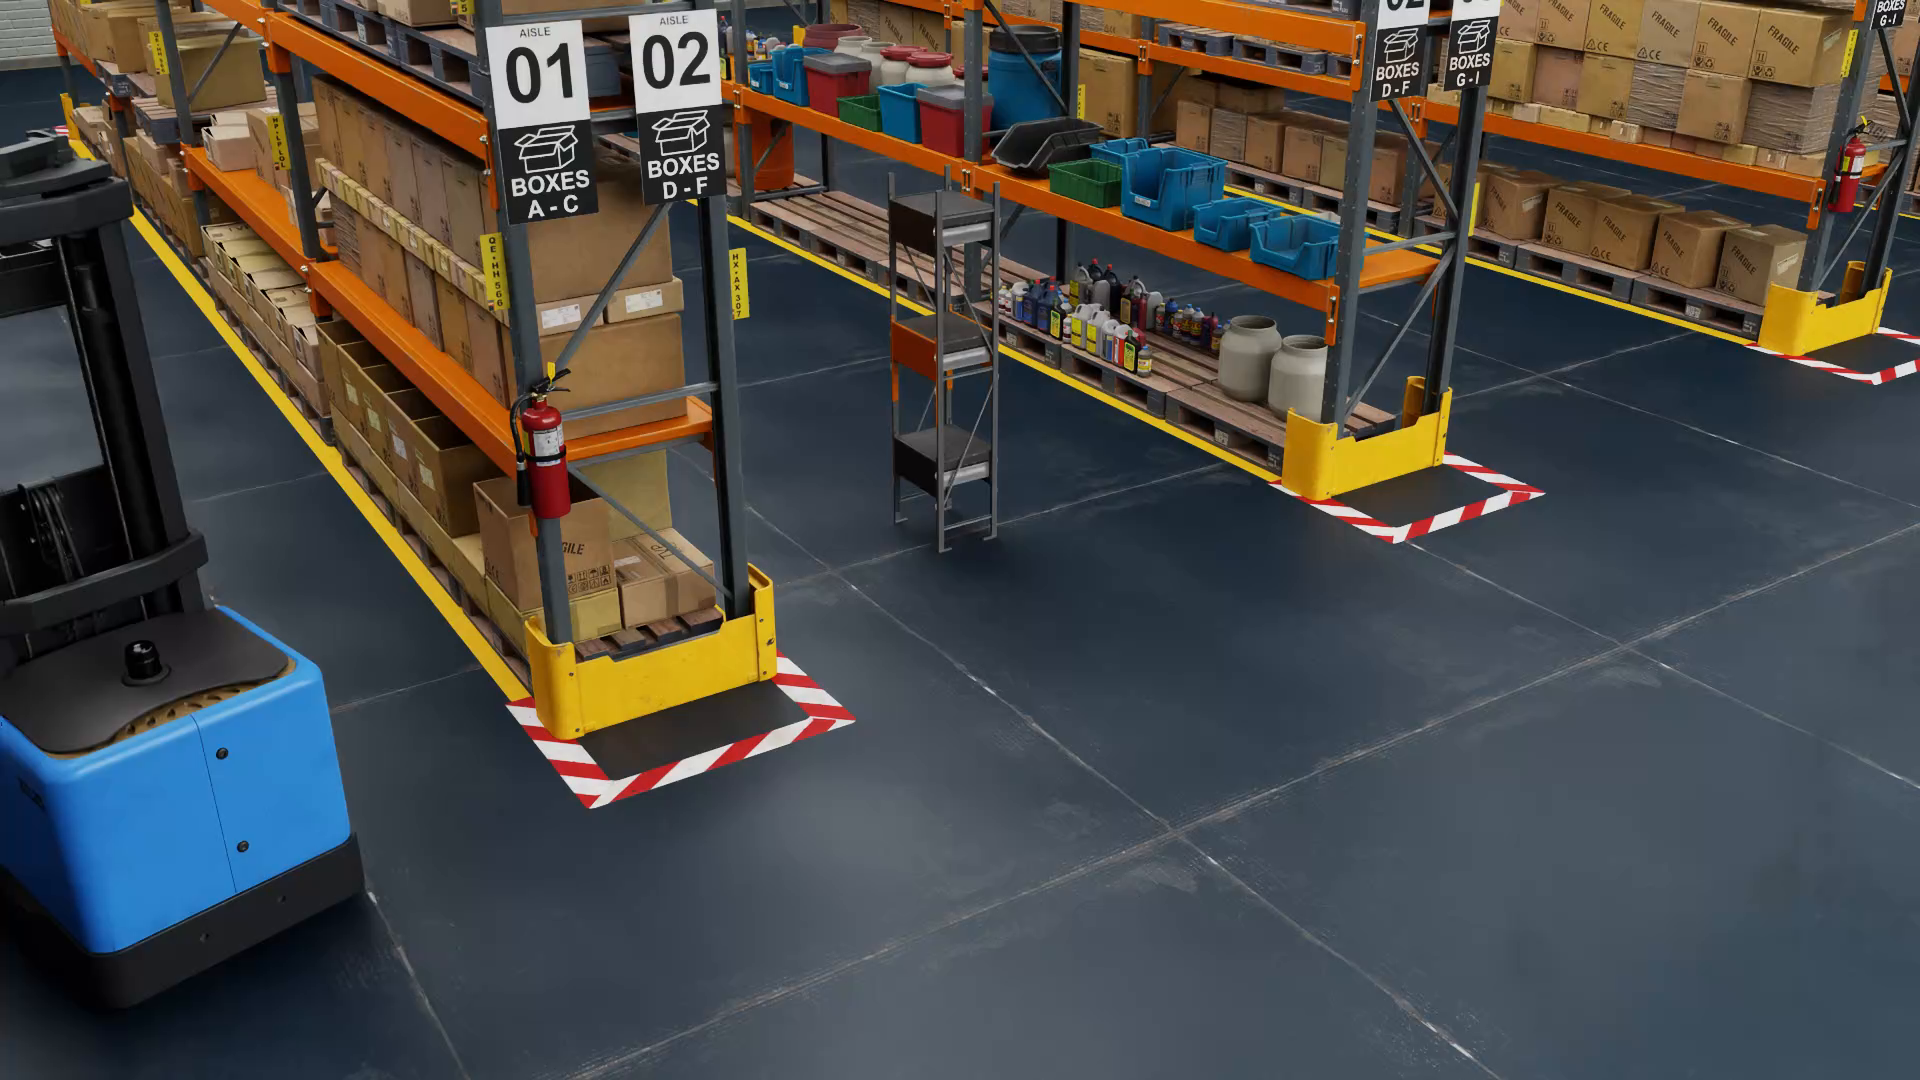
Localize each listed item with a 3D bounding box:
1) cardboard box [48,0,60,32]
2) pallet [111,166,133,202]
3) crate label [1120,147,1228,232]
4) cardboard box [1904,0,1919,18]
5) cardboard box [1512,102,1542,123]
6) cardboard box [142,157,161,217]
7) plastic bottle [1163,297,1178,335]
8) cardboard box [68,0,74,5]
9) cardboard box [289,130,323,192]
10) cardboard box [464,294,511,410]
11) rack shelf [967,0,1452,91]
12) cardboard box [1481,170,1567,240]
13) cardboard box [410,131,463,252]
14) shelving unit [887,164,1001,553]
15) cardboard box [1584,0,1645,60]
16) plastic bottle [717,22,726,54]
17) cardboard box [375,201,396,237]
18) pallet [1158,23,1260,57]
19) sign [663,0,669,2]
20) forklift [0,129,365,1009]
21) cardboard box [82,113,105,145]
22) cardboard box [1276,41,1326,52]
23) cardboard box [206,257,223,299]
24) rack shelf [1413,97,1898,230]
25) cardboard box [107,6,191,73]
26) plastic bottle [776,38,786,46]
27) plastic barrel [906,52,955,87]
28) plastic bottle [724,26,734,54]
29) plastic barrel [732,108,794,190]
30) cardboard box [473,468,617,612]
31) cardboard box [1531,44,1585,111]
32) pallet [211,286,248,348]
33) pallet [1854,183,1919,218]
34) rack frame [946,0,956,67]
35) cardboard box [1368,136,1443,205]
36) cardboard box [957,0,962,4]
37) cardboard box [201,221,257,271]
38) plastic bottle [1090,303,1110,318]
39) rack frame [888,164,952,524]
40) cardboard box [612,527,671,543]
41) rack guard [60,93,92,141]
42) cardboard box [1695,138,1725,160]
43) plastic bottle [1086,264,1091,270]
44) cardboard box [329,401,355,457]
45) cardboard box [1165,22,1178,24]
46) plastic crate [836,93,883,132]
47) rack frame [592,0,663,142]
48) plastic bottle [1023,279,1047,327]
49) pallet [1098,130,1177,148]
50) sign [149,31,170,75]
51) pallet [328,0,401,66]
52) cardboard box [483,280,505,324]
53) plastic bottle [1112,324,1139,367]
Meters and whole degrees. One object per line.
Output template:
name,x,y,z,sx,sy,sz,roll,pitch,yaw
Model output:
cardboard box,-10.200,-6.164,19.176,0.500,0.500,0.500,-15,29,-29
pallet,-8.412,-3.893,17.749,1.003,0.211,1.213,-16,29,-30
crate label,1.434,-2.380,11.237,0.502,0.435,0.616,-16,29,-30
cardboard box,9.592,-5.495,16.436,0.875,0.550,0.550,-16,29,-30
cardboard box,5.028,-3.732,14.436,0.380,0.149,0.250,-16,29,-30
cardboard box,-7.411,-3.378,15.805,0.500,0.500,0.500,-15,29,-29
plastic bottle,1.584,-1.686,12.489,0.097,0.271,0.097,0,25,0
cardboard box,-9.088,-5.889,17.423,0.500,0.500,0.500,-15,29,-29
cardboard box,-4.364,-2.559,11.540,0.500,0.500,0.500,-13,28,-26
cardboard box,-2.022,-1.018,8.276,0.700,0.500,0.500,-15,29,-28
rack shelf,1.573,-3.516,11.012,1.077,0.370,4.000,-16,29,-30
cardboard box,5.135,-3.058,15.150,0.500,0.500,0.500,-6,26,-13
cardboard box,-2.328,-1.804,8.420,0.700,0.500,0.500,-15,29,-29
shelving unit,-0.090,-1.009,9.427,0.431,2.100,0.503,-16,29,-30
cardboard box,5.493,-4.232,13.564,0.500,0.500,0.500,-16,29,-30
plastic bottle,-2.563,-5.309,17.540,0.144,0.351,0.185,-16,29,-30
cardboard box,-2.980,-1.784,9.139,0.380,0.149,0.250,-17,30,-31
pallet,2.926,-5.468,18.044,1.213,0.211,1.003,-16,29,-30
sign,-3.424,-6.314,19.287,0.100,0.325,0.005,-16,29,-30
forklift,-3.820,-0.147,6.628,3.031,2.935,1.130,21,32,37
cardboard box,-9.617,-4.676,18.847,0.500,0.250,0.500,-16,29,-30
cardboard box,3.608,-5.189,16.616,0.797,0.503,0.637,-12,28,-24
cardboard box,-5.815,-2.168,13.558,0.500,0.250,0.500,-16,29,-30
rack shelf,5.723,-3.313,14.098,1.077,0.370,4.000,-16,29,-30
cardboard box,-7.538,-4.691,15.563,0.700,0.500,0.500,-11,27,-21
plastic bottle,-1.809,-4.936,16.829,0.061,0.283,0.133,-16,29,-30
plastic barrel,-0.258,-3.917,14.374,0.433,0.535,0.433,0,25,0
plastic bottle,-2.425,-5.301,17.610,0.152,0.276,0.135,-16,29,-30
plastic barrel,-1.984,-4.010,16.781,0.600,0.830,0.708,-16,29,-30
cardboard box,-2.029,-0.024,8.138,0.500,0.500,0.500,-16,29,-30
cardboard box,5.426,-4.016,14.278,0.875,0.500,0.500,-16,29,-30
pallet,-5.438,-1.913,13.555,1.003,0.211,1.213,-16,29,-30
pallet,9.862,-3.486,16.887,1.003,0.211,1.213,-16,29,-30
rack frame,0.264,-7.215,21.521,1.000,3.000,0.127,-16,29,-30
cardboard box,4.314,-3.647,16.375,0.700,0.500,0.500,-18,31,-33
cardboard box,0.306,-7.038,21.028,0.500,0.500,0.500,-15,29,-29
cardboard box,-5.815,-2.422,13.438,0.500,0.311,0.500,-14,29,-28
plastic bottle,1.020,-1.606,12.313,0.152,0.276,0.135,-16,29,-30
rack frame,-0.224,-1.096,9.612,0.400,2.100,0.015,-16,29,-30
cardboard box,-1.870,0.016,8.932,0.500,0.250,0.500,-16,29,-30
rack guard,-10.180,-5.181,20.140,1.175,0.500,0.348,-16,29,-30
cardboard box,6.047,-3.124,13.147,0.380,0.149,0.250,-16,29,-30
plastic bottle,1.020,-2.075,13.299,0.061,0.283,0.133,-14,29,-27
cardboard box,-3.672,-0.757,10.568,0.500,0.250,0.500,-16,29,-30
cardboard box,2.410,-6.067,18.971,0.500,0.500,0.500,-15,29,-28
plastic crate,-0.706,-3.661,14.240,0.450,0.188,0.662,-16,29,-30
rack frame,-3.886,-6.061,19.076,1.000,3.000,0.127,-16,29,-30
plastic bottle,0.574,-1.815,12.670,0.144,0.351,0.185,-15,29,-28
pallet,2.080,-4.823,19.720,1.003,0.211,1.213,-16,29,-30
sign,-6.304,-3.835,13.097,0.100,0.325,0.005,-16,29,-30
pallet,-2.522,-2.628,8.394,1.003,0.211,1.213,-16,29,-30
cardboard box,-1.999,-1.140,7.775,0.380,0.149,0.250,-15,29,-28
plastic bottle,1.180,-1.388,11.851,0.152,0.276,0.135,-15,29,-29
